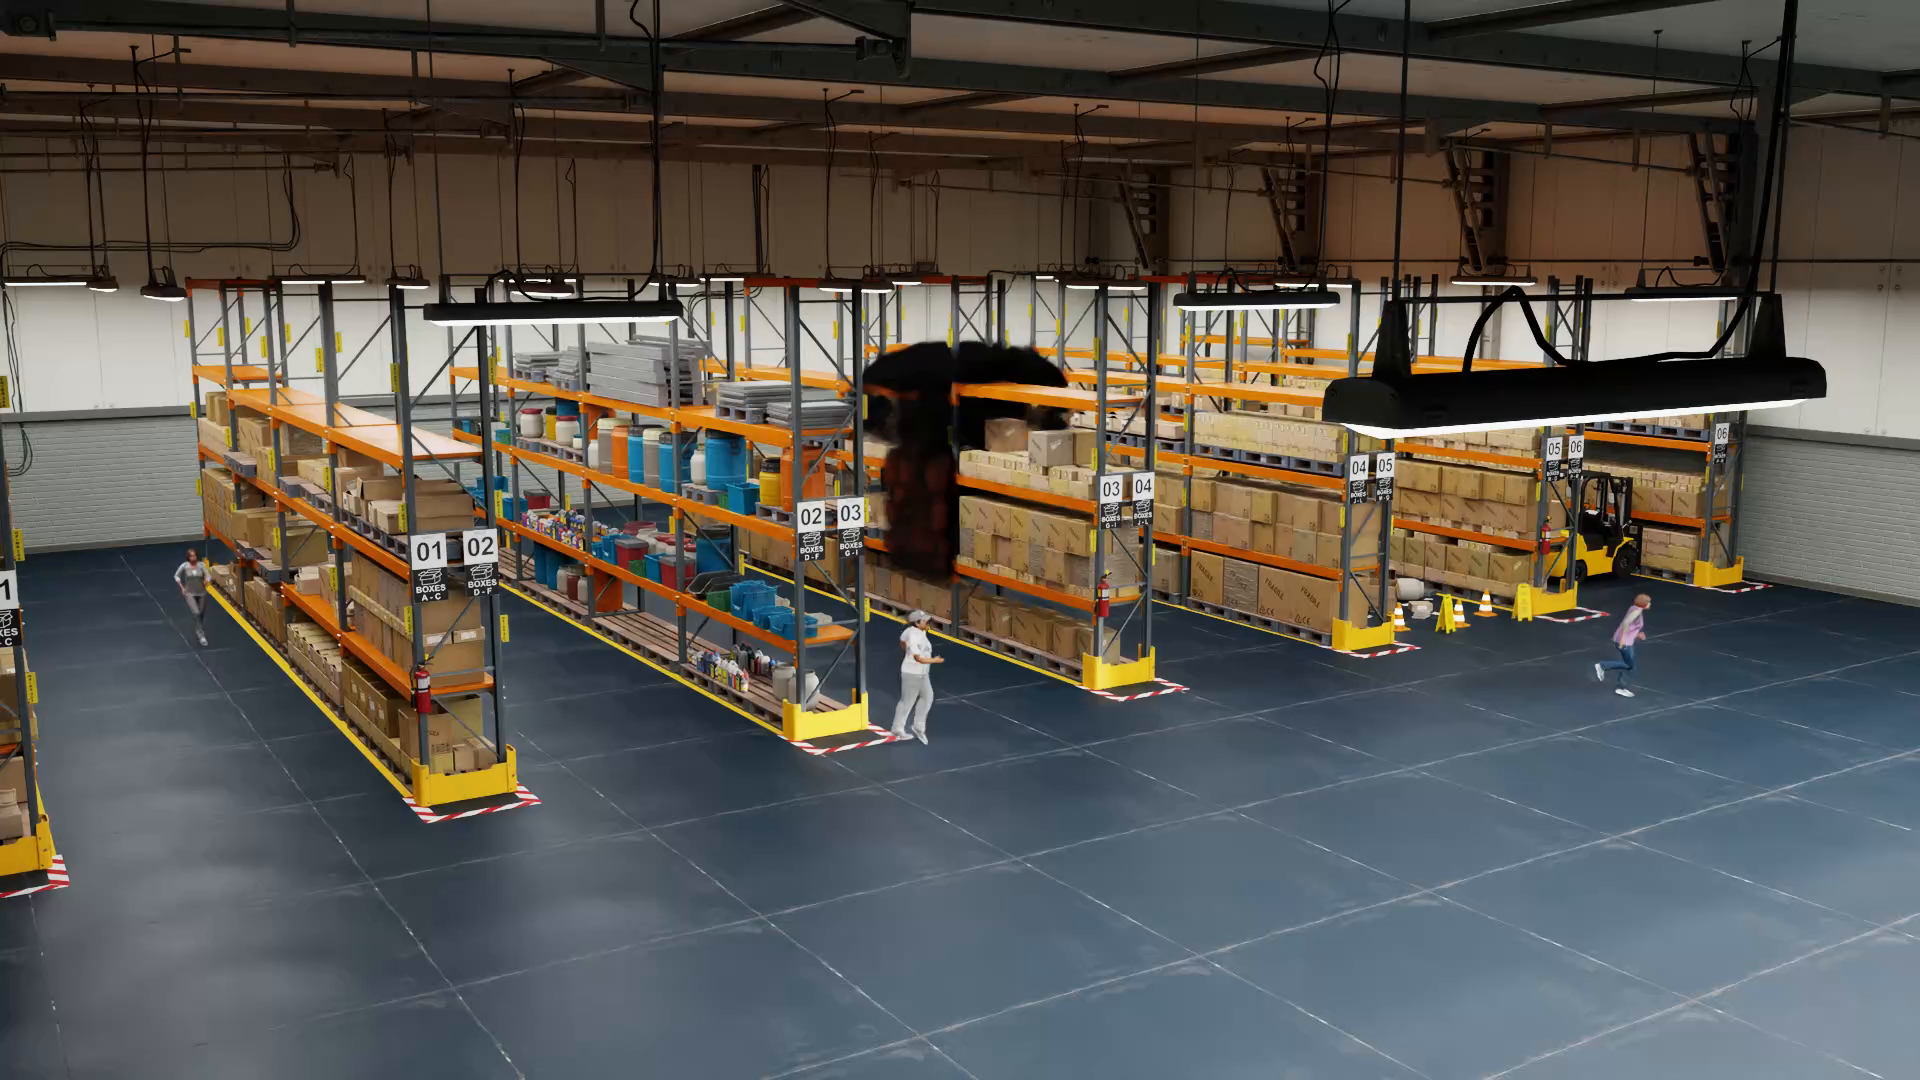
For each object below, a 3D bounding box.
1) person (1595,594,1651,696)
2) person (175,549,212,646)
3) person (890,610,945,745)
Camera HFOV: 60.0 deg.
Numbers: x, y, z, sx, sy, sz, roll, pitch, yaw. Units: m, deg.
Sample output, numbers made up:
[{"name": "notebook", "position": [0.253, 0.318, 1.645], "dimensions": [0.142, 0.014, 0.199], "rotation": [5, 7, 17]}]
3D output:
[{"name": "person", "position": [9.729, 1.542, 24.434], "dimensions": [0.712, 1.521, 0.532], "rotation": [2, 10, 11]}, {"name": "person", "position": [-12.756, 0.929, 27.723], "dimensions": [0.546, 1.581, 0.788], "rotation": [-6, 11, -33]}, {"name": "person", "position": [-0.530, 1.759, 21.103], "dimensions": [0.683, 1.785, 0.621], "rotation": [0, 10, 2]}]
